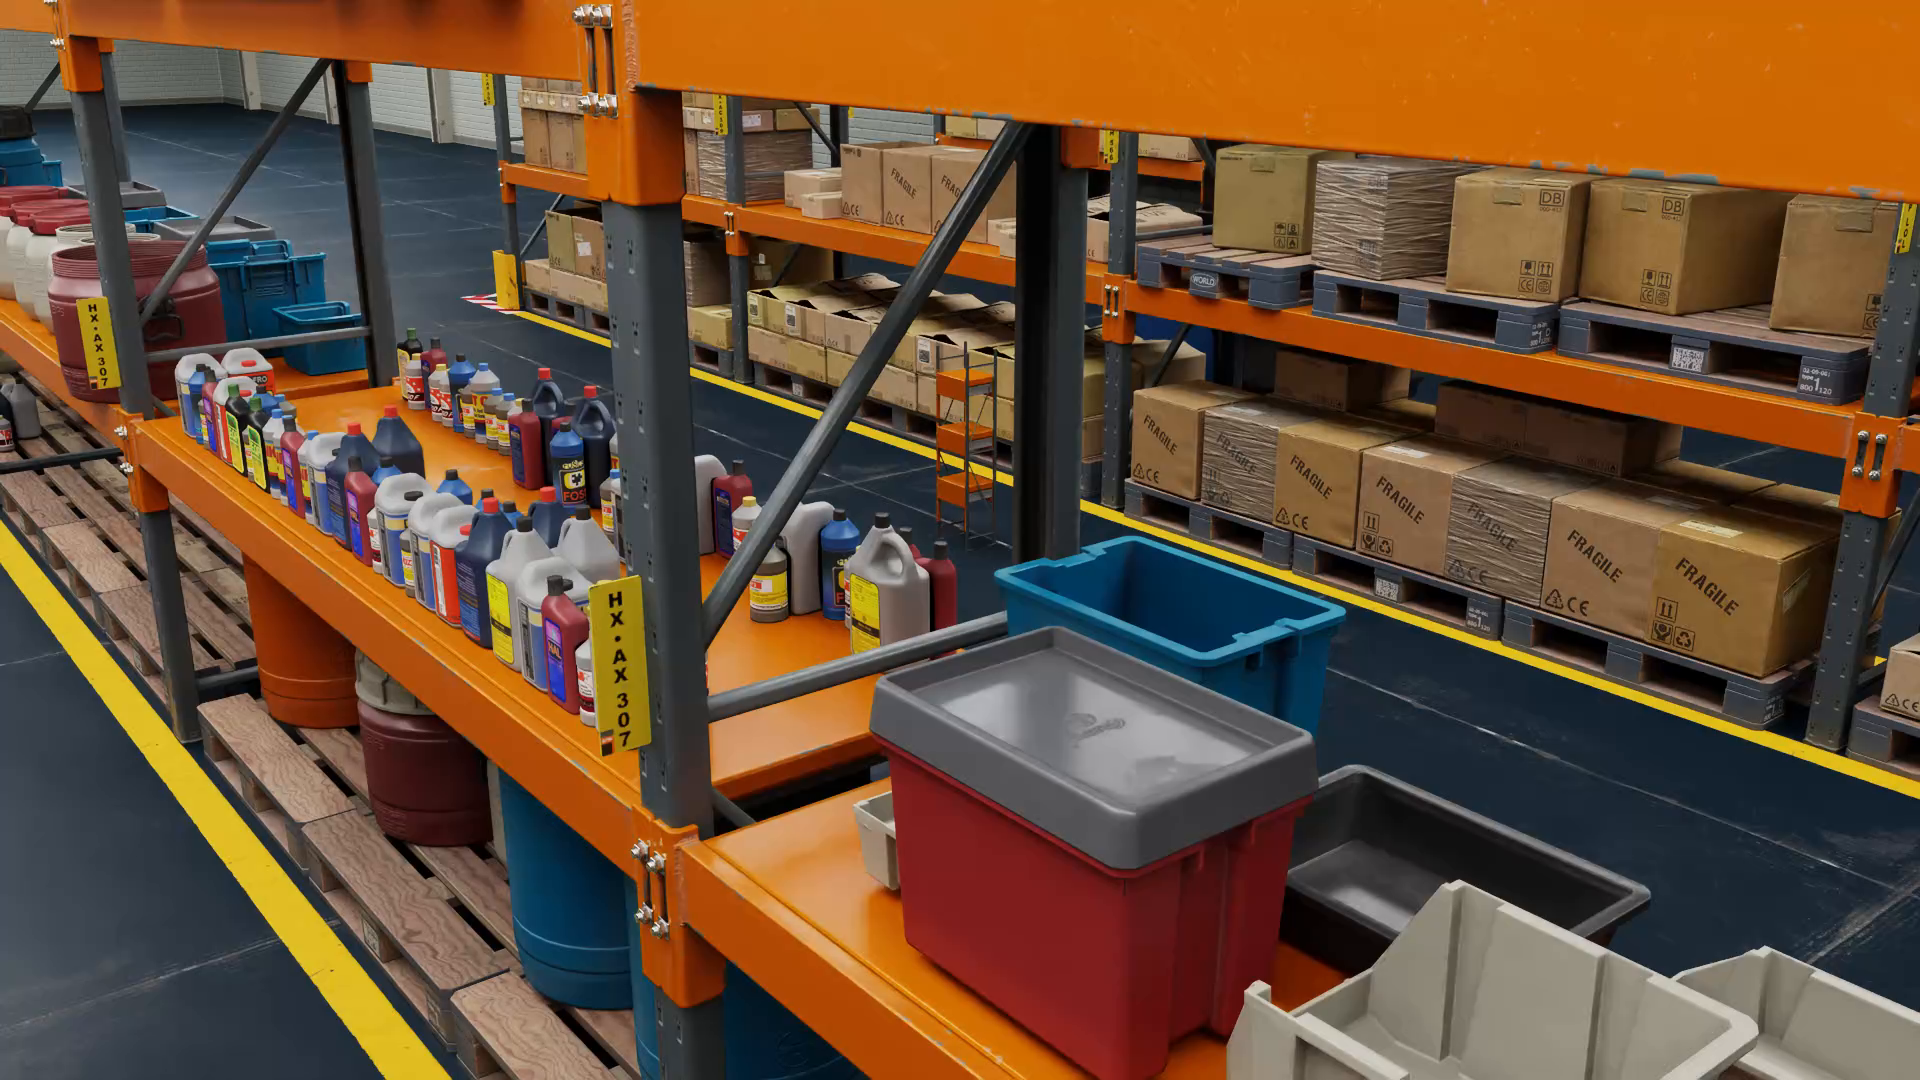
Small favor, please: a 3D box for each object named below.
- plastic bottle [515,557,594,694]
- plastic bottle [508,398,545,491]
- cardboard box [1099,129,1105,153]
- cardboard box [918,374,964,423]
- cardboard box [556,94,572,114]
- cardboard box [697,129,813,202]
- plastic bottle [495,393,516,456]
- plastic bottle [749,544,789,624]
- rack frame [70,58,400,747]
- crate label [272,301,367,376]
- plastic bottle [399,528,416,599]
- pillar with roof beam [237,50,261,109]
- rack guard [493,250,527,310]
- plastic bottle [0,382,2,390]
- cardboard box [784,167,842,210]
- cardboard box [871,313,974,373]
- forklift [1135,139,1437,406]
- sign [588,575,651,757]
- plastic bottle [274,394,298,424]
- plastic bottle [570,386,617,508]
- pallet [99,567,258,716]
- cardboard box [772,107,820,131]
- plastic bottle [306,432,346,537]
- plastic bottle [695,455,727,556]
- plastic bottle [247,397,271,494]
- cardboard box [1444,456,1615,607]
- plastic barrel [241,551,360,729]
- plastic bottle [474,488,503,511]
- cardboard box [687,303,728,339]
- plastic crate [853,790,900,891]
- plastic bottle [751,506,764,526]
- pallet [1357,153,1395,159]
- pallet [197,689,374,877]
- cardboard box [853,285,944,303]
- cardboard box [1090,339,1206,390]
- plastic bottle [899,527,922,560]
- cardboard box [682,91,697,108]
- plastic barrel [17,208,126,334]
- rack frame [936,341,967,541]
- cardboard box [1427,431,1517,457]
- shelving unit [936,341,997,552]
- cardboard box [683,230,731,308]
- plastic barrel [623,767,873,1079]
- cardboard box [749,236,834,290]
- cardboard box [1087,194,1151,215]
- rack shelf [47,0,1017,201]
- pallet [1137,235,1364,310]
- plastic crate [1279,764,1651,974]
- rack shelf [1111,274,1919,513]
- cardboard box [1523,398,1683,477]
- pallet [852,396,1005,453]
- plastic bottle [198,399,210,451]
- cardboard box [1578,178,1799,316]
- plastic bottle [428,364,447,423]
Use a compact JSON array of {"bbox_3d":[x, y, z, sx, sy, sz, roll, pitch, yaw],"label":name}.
[{"bbox_3d":[-0.898,0.186,3.728,0.152,0.276,0.135,-14,23,-36],"label":"plastic bottle"},{"bbox_3d":[-1.360,-0.308,5.206,0.061,0.283,0.133,-14,23,-36],"label":"plastic bottle"},{"bbox_3d":[1.467,-3.895,16.061,0.500,0.250,0.500,-14,23,-36],"label":"cardboard box"},{"bbox_3d":[0.078,-0.928,10.598,0.500,0.250,0.500,-13,23,-35],"label":"cardboard box"},{"bbox_3d":[-3.189,-3.700,14.073,0.380,0.149,0.250,-14,23,-37],"label":"cardboard box"},{"bbox_3d":[-1.536,-2.842,12.514,0.700,0.500,0.500,-15,23,-38],"label":"cardboard box"},{"bbox_3d":[-1.508,-0.391,5.589,0.097,0.201,0.097,0,18,0],"label":"plastic bottle"},{"bbox_3d":[-0.475,0.095,4.119,0.097,0.201,0.097,0,18,0],"label":"plastic bottle"},{"bbox_3d":[-2.657,-0.735,6.310,1.000,3.000,0.127,-14,23,-36],"label":"rack frame"},{"bbox_3d":[-2.624,-0.832,6.871,0.303,0.233,0.416,-14,23,-36],"label":"crate label"},{"bbox_3d":[-1.388,0.040,4.285,0.097,0.201,0.097,0,18,0],"label":"plastic bottle"},{"bbox_3d":[-20.746,-14.036,36.936,9.100,9.000,0.400,-14,23,-36],"label":"pillar with roof beam"},{"bbox_3d":[-3.754,-2.491,15.591,1.175,0.500,0.348,-14,23,-36],"label":"rack guard"},{"bbox_3d":[-6.021,-0.896,10.417,0.061,0.283,0.133,-14,23,-36],"label":"plastic bottle"},{"bbox_3d":[-0.915,-2.502,11.886,0.500,0.250,0.500,-12,22,-33],"label":"cardboard box"},{"bbox_3d":[-0.238,-1.318,10.884,0.500,0.311,0.500,-13,22,-35],"label":"cardboard box"},{"bbox_3d":[2.362,-2.147,10.683,1.130,2.935,3.031,-15,23,-38],"label":"forklift"},{"bbox_3d":[-0.606,0.226,2.967,0.100,0.325,0.005,-14,23,-36],"label":"sign"},{"bbox_3d":[-2.268,-0.386,5.572,0.097,0.201,0.097,0,18,0],"label":"plastic bottle"},{"bbox_3d":[-1.098,-0.288,5.038,0.144,0.351,0.185,-14,23,-36],"label":"plastic bottle"},{"bbox_3d":[-3.107,0.390,7.348,1.003,0.211,1.213,-14,23,-36],"label":"pallet"},{"bbox_3d":[-1.270,-3.146,12.400,0.380,0.149,0.250,-14,23,-36],"label":"cardboard box"},{"bbox_3d":[-1.780,-0.165,4.785,0.152,0.276,0.135,-14,23,-36],"label":"plastic bottle"},{"bbox_3d":[-0.737,-0.107,4.611,0.152,0.276,0.135,-14,23,-36],"label":"plastic bottle"},{"bbox_3d":[-2.163,-0.297,5.173,0.061,0.283,0.133,-14,23,-36],"label":"plastic bottle"},{"bbox_3d":[2.570,-0.050,7.519,0.500,0.500,0.500,-14,23,-35],"label":"cardboard box"},{"bbox_3d":[-2.340,0.213,6.231,0.600,0.830,0.708,-14,23,-36],"label":"plastic barrel"},{"bbox_3d":[-1.209,0.001,4.291,0.097,0.271,0.097,0,18,0],"label":"plastic bottle"},{"bbox_3d":[-2.017,-1.777,13.164,0.500,0.250,0.500,-14,23,-36],"label":"cardboard box"},{"bbox_3d":[0.004,0.490,2.935,0.396,0.136,0.243,-14,23,-36],"label":"plastic crate"},{"bbox_3d":[-0.500,0.009,4.381,0.097,0.201,0.097,0,18,0],"label":"plastic bottle"},{"bbox_3d":[3.848,-3.057,13.629,1.003,0.211,1.213,-14,23,-36],"label":"pallet"},{"bbox_3d":[-2.135,0.775,6.186,1.003,0.211,1.213,-14,23,-36],"label":"pallet"},{"bbox_3d":[-0.451,-1.676,11.966,0.500,0.311,0.500,-13,22,-35],"label":"cardboard box"},{"bbox_3d":[1.134,-1.047,10.068,0.500,0.311,0.500,-13,22,-34],"label":"cardboard box"},{"bbox_3d":[-0.149,0.100,3.975,0.061,0.283,0.133,-14,23,-36],"label":"plastic bottle"},{"bbox_3d":[-1.850,-3.582,12.686,0.700,0.500,0.500,-14,23,-36],"label":"cardboard box"},{"bbox_3d":[-3.994,-1.219,7.556,0.433,0.535,0.433,0,18,0],"label":"plastic barrel"},{"bbox_3d":[-0.043,-0.515,8.748,0.200,1.050,0.008,-14,23,-36],"label":"rack frame"},{"bbox_3d":[2.645,-0.283,8.221,0.500,0.500,0.500,-15,24,-38],"label":"cardboard box"},{"bbox_3d":[0.033,-0.485,8.658,0.215,1.050,0.252,-14,23,-36],"label":"shelving unit"},{"bbox_3d":[-2.016,-2.134,13.047,0.500,0.500,0.500,-14,23,-36],"label":"cardboard box"},{"bbox_3d":[-0.498,0.910,4.012,0.600,0.901,0.708,-14,23,-36],"label":"plastic barrel"},{"bbox_3d":[-1.298,-2.112,12.981,0.500,0.500,0.500,-14,23,-36],"label":"cardboard box"},{"bbox_3d":[0.825,-1.917,10.021,0.500,0.311,0.500,-14,23,-37],"label":"cardboard box"},{"bbox_3d":[-1.415,-1.325,4.463,1.077,0.370,4.000,-14,23,-36],"label":"rack shelf"},{"bbox_3d":[1.704,-1.456,8.794,1.213,0.211,1.003,-14,23,-36],"label":"pallet"},{"bbox_3d":[0.732,0.576,2.693,0.437,0.125,0.590,-14,23,-36],"label":"plastic crate"},{"bbox_3d":[2.470,-0.866,7.852,1.077,0.370,4.000,-14,23,-36],"label":"rack shelf"},{"bbox_3d":[2.982,-0.506,7.704,0.500,0.250,0.500,-14,23,-36],"label":"cardboard box"},{"bbox_3d":[-0.005,-0.888,11.208,1.003,0.211,1.213,-14,23,-36],"label":"pallet"},{"bbox_3d":[-2.530,-0.413,5.654,0.097,0.201,0.097,0,18,0],"label":"plastic bottle"},{"bbox_3d":[3.117,-1.279,7.127,0.700,0.500,0.500,-10,21,-28],"label":"cardboard box"},{"bbox_3d":[-1.871,-0.535,6.023,0.097,0.201,0.097,0,18,0],"label":"plastic bottle"}]
